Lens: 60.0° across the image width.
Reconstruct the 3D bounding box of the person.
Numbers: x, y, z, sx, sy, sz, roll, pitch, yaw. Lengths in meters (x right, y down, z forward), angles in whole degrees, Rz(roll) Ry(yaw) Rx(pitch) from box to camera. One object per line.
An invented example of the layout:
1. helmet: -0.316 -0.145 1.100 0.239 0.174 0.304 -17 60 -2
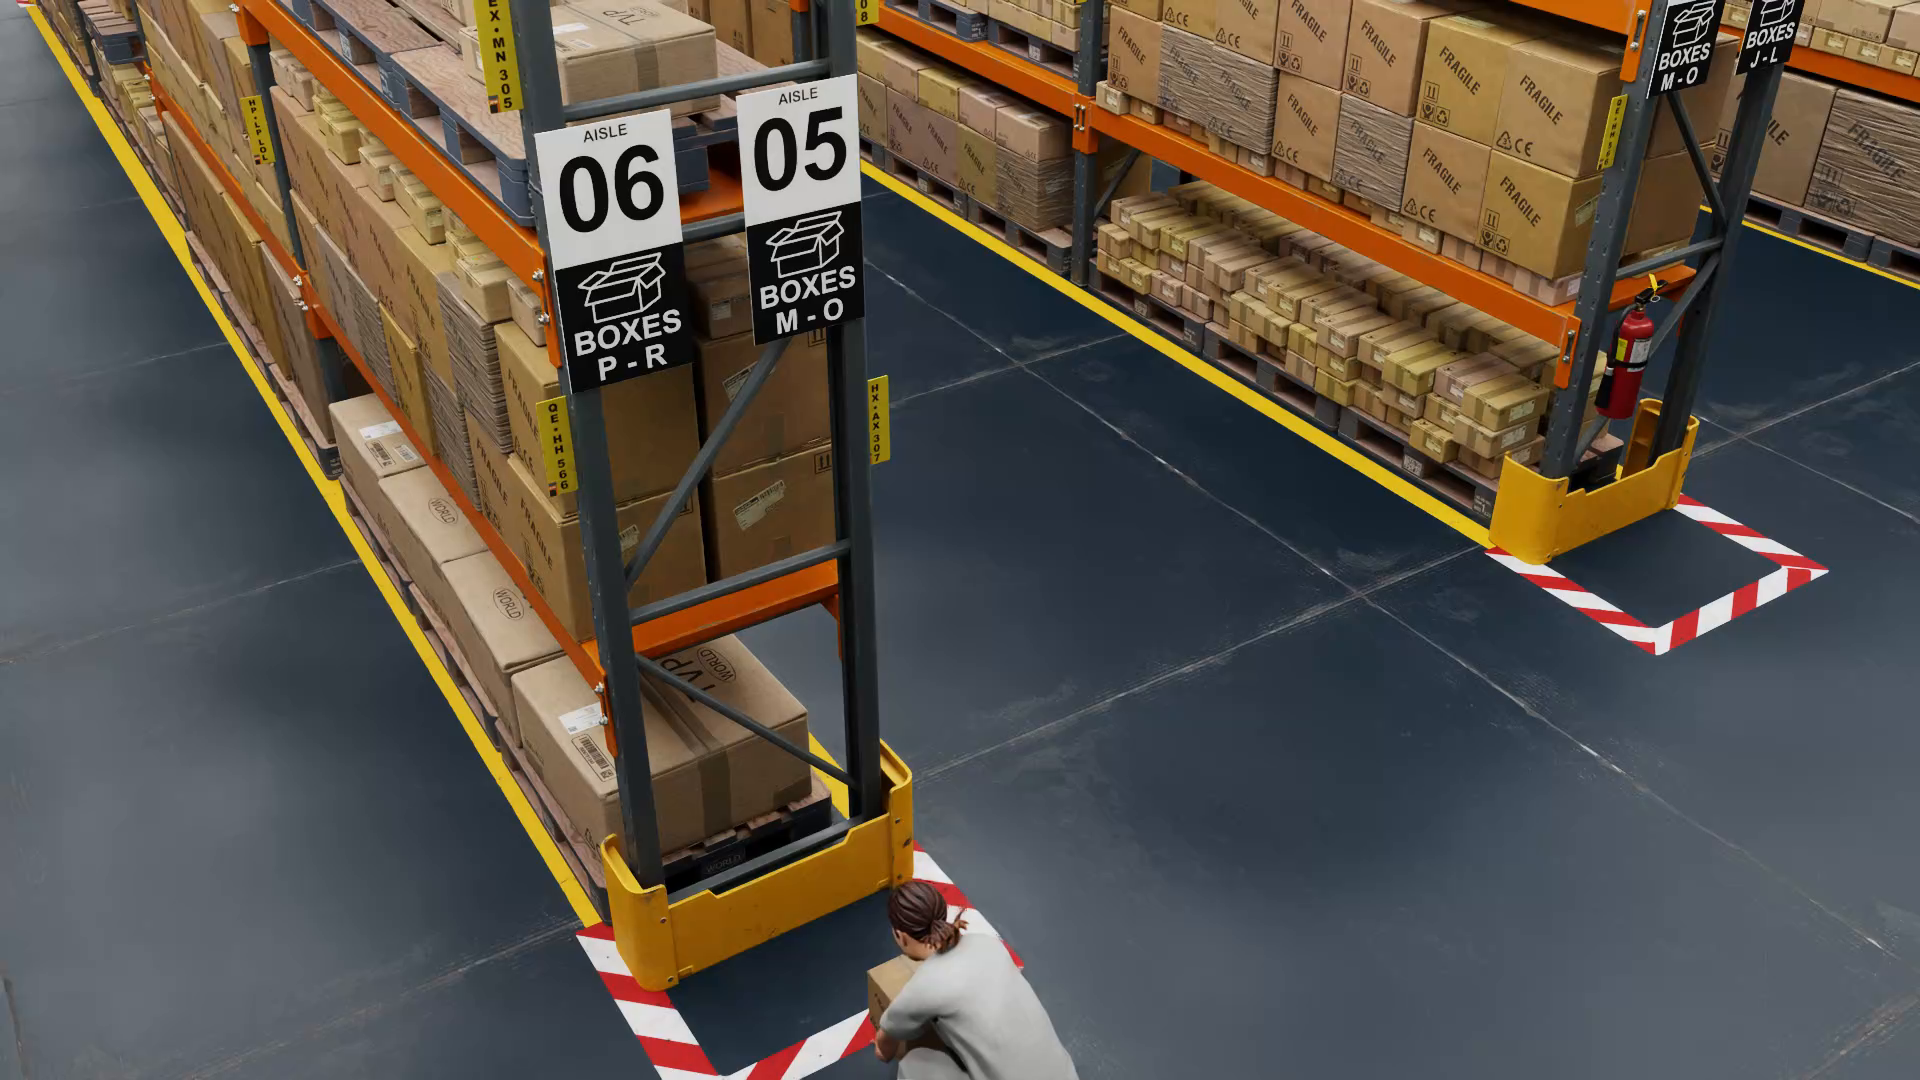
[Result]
1. person: 0.034 1.611 5.268 0.486 0.991 0.785 -19 37 -27
